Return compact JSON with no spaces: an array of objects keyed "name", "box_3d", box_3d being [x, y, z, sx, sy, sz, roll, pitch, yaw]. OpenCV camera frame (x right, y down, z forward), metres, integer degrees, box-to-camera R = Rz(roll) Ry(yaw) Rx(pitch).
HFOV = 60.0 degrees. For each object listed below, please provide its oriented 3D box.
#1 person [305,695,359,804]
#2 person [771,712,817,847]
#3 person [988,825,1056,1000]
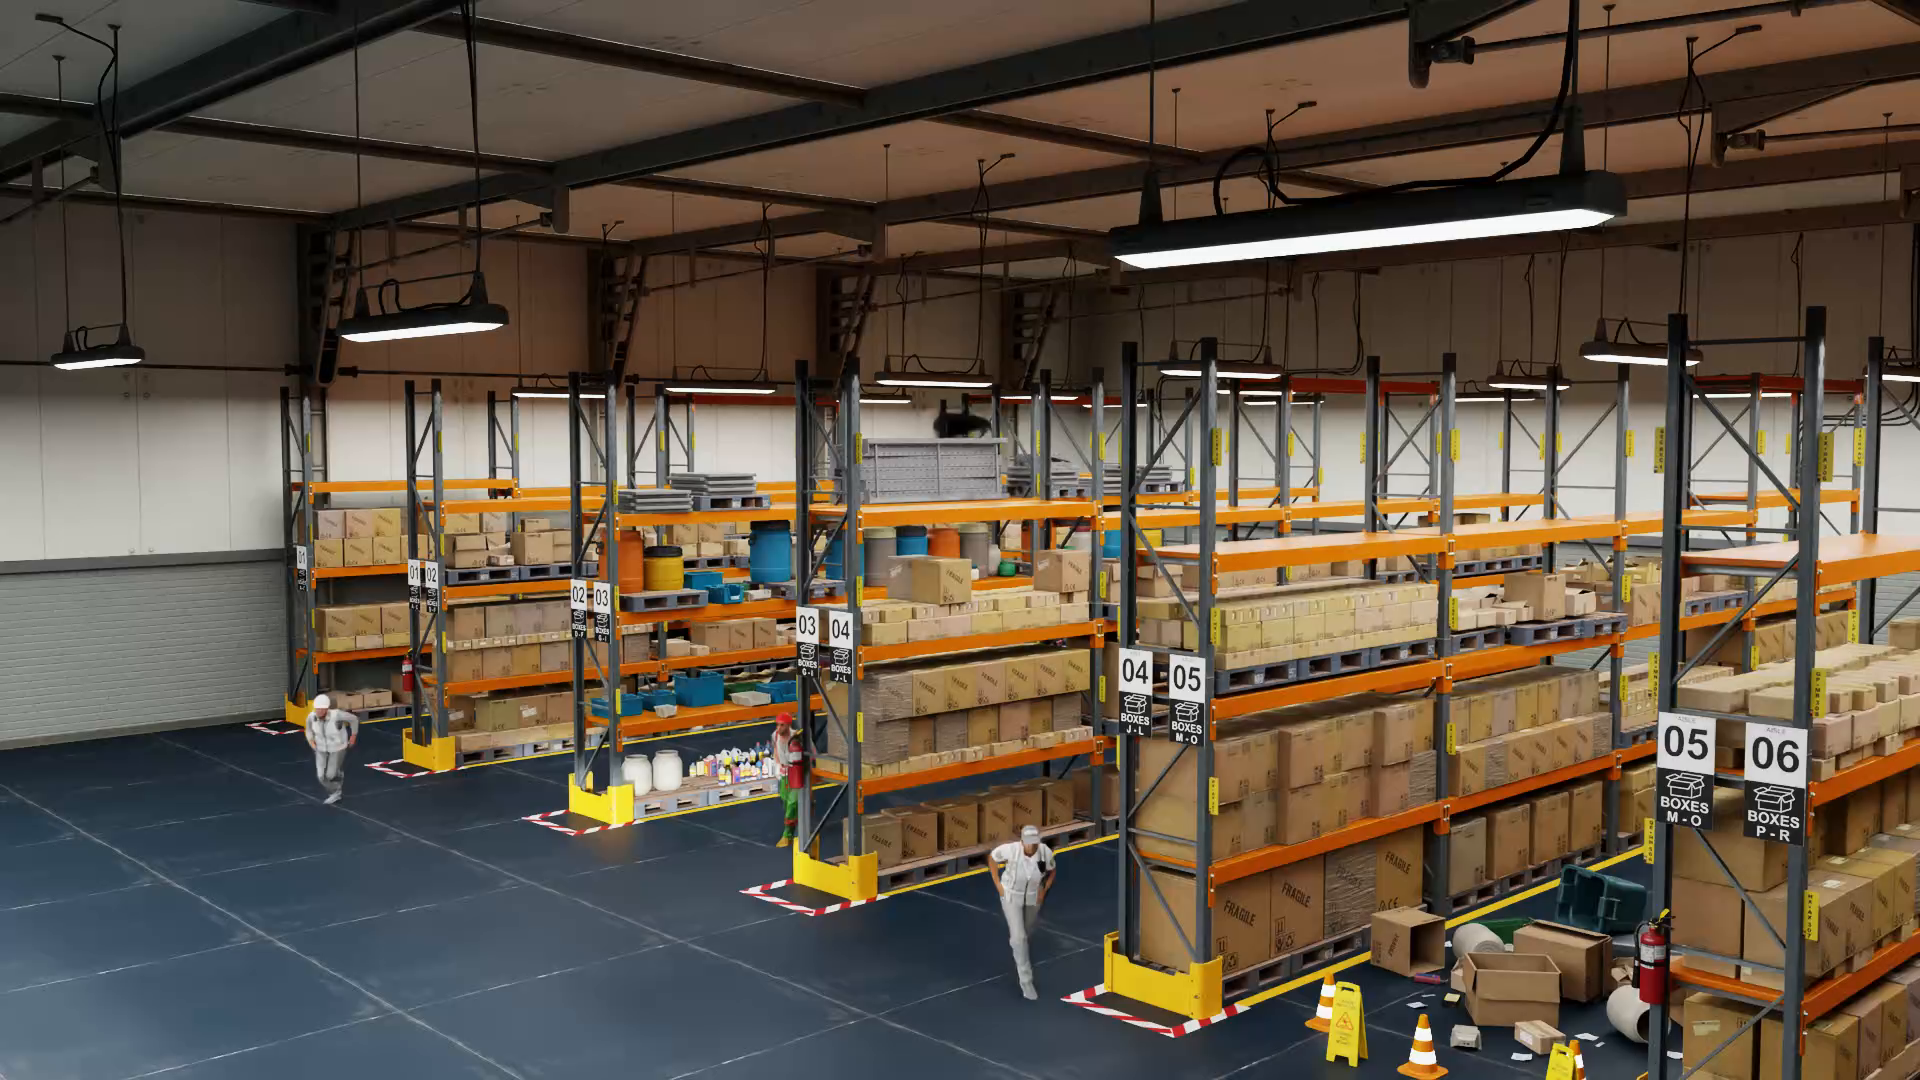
[{"name":"person","box_3d":[-8.708,2.902,23.052,0.683,1.589,0.829,0,4,-3]},{"name":"person","box_3d":[-2.071,2.987,21.005,0.658,1.722,0.851,2,4,23]},{"name":"person","box_3d":[0.570,3.402,15.596,0.642,1.627,1.033,0,4,-8]}]
